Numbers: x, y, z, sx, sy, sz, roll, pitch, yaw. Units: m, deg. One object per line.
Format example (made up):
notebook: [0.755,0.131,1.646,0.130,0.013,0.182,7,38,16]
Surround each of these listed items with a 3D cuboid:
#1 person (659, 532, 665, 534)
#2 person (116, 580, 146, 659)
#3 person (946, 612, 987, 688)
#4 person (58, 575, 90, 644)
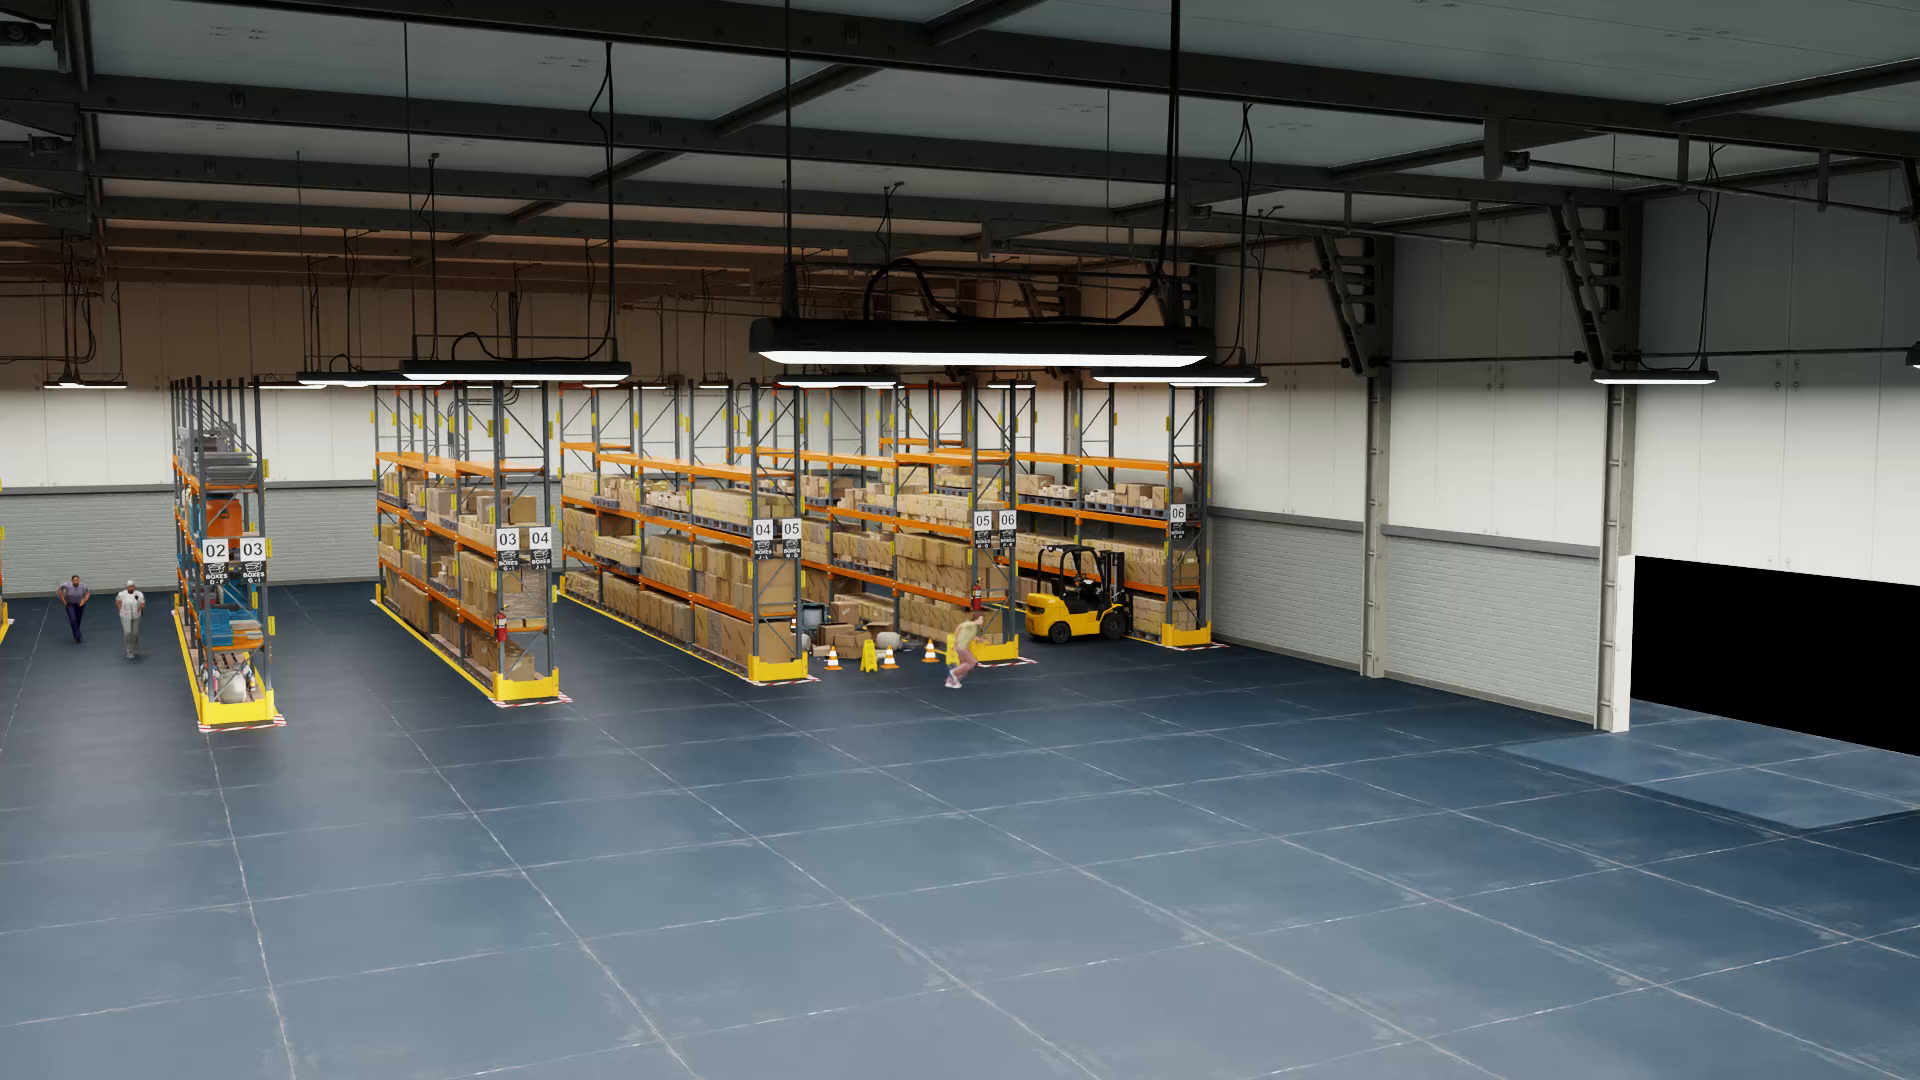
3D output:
person: [-8.325,0.668,47.112,0.679,1.791,1.038,-5,7,-44]
person: [-17.954,1.716,36.052,0.538,1.723,0.857,-4,6,-35]
person: [0.107,2.126,32.068,0.812,1.504,0.606,2,5,17]
person: [-20.357,1.569,38.237,0.641,1.610,0.976,-3,6,-31]
